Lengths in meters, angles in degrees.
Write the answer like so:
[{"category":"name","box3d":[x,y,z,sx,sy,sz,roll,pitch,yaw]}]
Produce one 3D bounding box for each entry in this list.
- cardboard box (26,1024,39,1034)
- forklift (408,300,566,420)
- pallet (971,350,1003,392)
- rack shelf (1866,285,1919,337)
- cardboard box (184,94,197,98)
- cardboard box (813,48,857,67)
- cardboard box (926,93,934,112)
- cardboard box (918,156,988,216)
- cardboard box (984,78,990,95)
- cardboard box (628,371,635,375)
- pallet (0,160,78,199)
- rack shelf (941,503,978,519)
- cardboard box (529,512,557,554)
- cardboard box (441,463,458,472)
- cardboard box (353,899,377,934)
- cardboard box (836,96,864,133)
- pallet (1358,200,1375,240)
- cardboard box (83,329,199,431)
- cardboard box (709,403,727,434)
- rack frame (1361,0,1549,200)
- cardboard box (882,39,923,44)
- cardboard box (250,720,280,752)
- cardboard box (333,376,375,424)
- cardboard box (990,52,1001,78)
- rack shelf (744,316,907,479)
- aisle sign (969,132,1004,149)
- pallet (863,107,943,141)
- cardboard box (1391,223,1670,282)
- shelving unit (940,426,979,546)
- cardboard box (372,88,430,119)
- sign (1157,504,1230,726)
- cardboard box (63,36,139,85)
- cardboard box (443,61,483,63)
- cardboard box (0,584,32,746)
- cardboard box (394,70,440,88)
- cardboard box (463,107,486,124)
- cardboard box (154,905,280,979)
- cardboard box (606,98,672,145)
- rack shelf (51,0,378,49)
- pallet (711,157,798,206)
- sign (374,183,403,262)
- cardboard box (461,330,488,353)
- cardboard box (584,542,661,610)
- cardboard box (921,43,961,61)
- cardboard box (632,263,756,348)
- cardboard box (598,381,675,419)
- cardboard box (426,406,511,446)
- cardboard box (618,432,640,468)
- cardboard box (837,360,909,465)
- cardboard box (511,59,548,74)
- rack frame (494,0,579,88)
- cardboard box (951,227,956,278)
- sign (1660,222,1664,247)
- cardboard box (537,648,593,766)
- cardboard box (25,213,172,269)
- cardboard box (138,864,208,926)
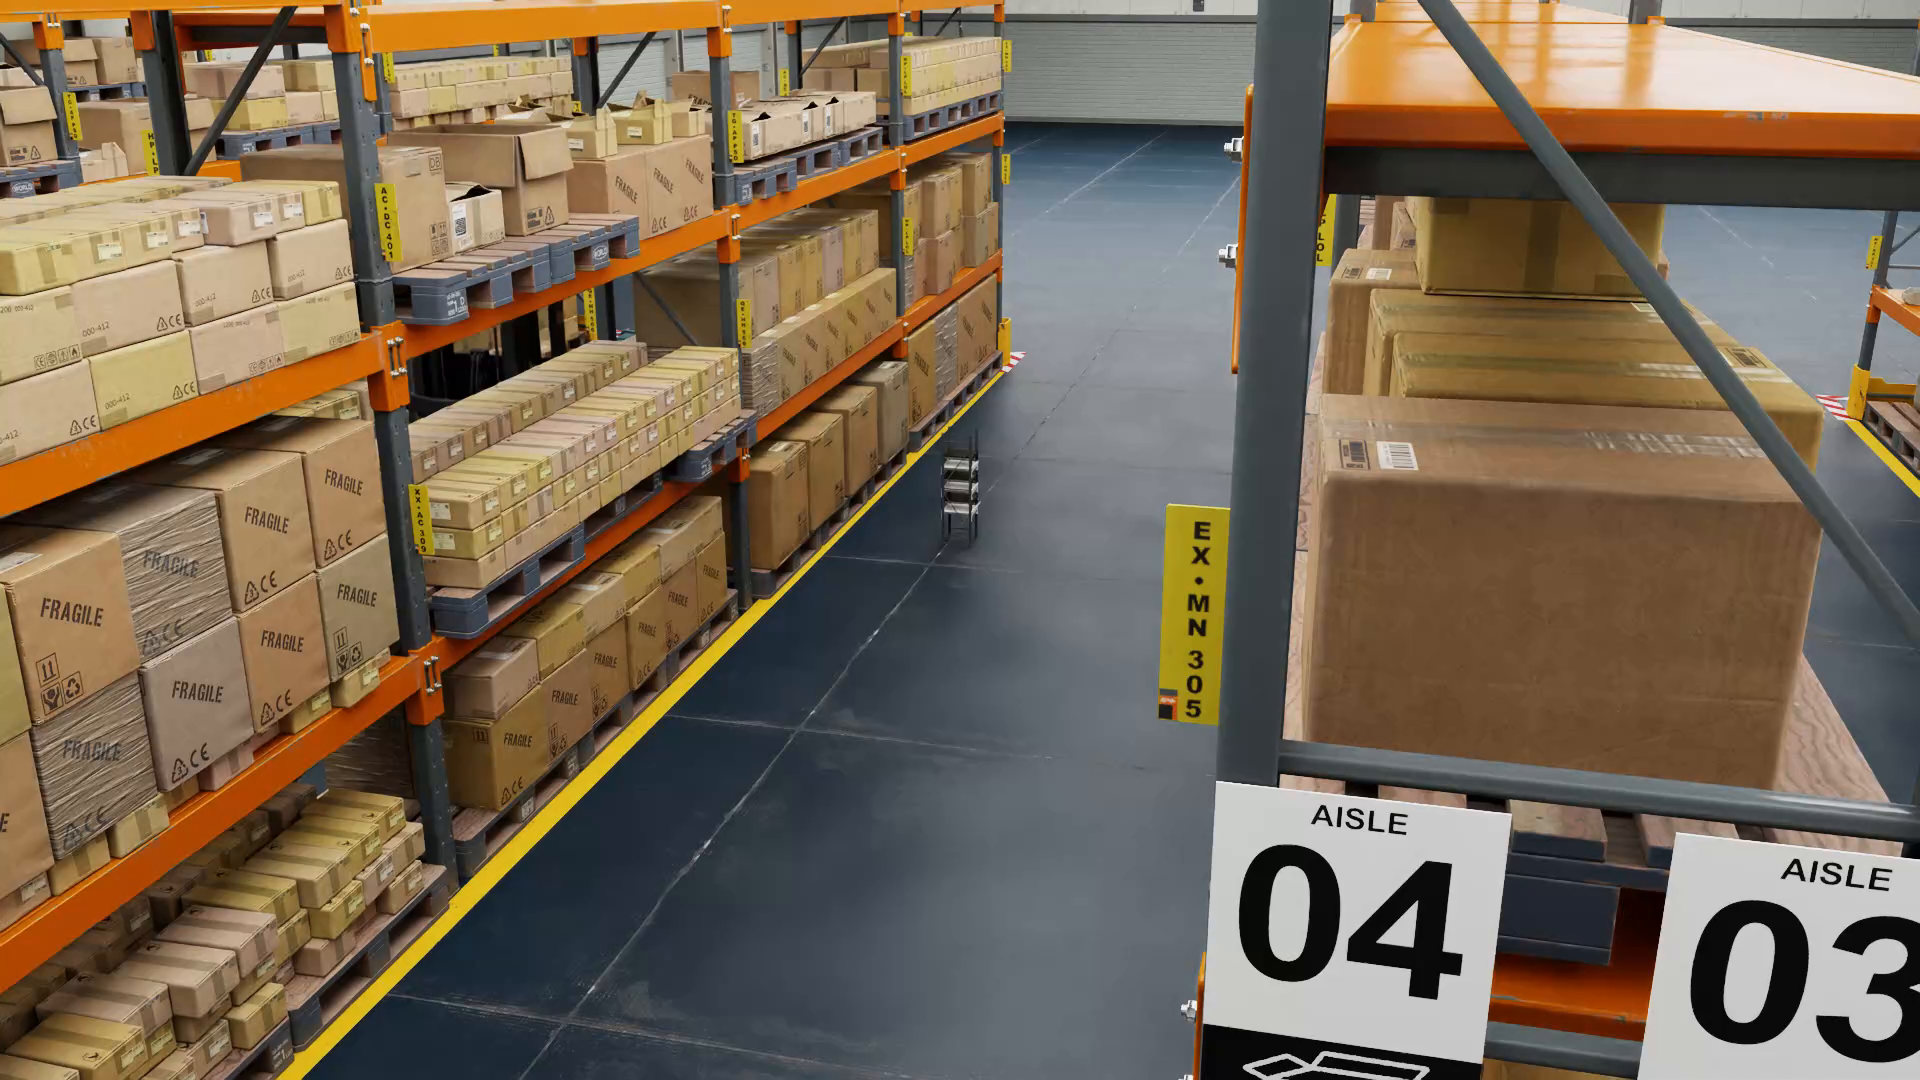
[{"category":"cardboard box","box3d":[-3.715,1.861,6.398,0.380,0.149,0.250,5,19,14]},{"category":"forklift","box3d":[-3.330,-1.296,12.447,1.130,2.935,3.031,5,19,14]},{"category":"pallet","box3d":[-0.138,-1.905,18.439,1.003,0.211,1.213,5,19,13]},{"category":"rack shelf","box3d":[9.081,-1.700,14.636,1.077,0.370,4.000,5,19,13]},{"category":"cardboard box","box3d":[-6.577,-3.664,14.217,0.500,0.250,0.500,4,19,13]},{"category":"cardboard box","box3d":[-1.154,-4.371,15.054,0.380,0.149,0.250,5,19,13]},{"category":"cardboard box","box3d":[-0.454,-4.021,15.263,0.380,0.149,0.250,5,19,13]},{"category":"cardboard box","box3d":[-0.192,-3.771,17.684,0.875,0.550,0.550,5,19,13]},{"category":"cardboard box","box3d":[0.104,-4.738,17.361,0.380,0.149,0.250,5,19,14]},{"category":"cardboard box","box3d":[-2.286,-1.059,10.927,0.380,0.149,0.250,6,20,16]},{"category":"pallet","box3d":[-6.904,-2.458,11.393,1.213,0.211,1.003,6,20,16]},{"category":"rack shelf","box3d":[-0.002,-0.221,13.104,0.258,0.077,0.200,5,19,13]},{"category":"cardboard box","box3d":[-2.281,-0.053,8.440,0.380,0.149,0.250,5,19,14]},{"category":"cardboard box","box3d":[-2.856,-0.328,8.785,0.380,0.149,0.250,4,19,12]},{"category":"cardboard box","box3d":[-2.861,1.655,7.464,0.380,0.149,0.250,5,20,15]},{"category":"cardboard box","box3d":[-1.084,-3.418,13.341,0.500,0.250,0.500,4,19,13]},{"category":"pallet","box3d":[2.706,-1.675,9.102,1.213,0.211,1.003,6,20,16]},{"category":"cardboard box","box3d":[-3.065,-0.579,5.833,0.500,0.250,0.500,4,19,13]},{"category":"cardboard box","box3d":[-1.710,-0.785,10.585,0.380,0.149,0.250,5,19,13]},{"category":"rack frame","box3d":[2.812,-3.390,9.190,1.000,3.000,0.127,5,19,13]},{"category":"cardboard box","box3d":[-0.596,-5.088,17.154,0.380,0.149,0.250,5,19,14]},{"category":"cardboard box","box3d":[-3.003,0.750,6.739,0.380,0.149,0.250,4,19,12]},{"category":"cardboard box","box3d":[-5.946,-1.378,15.996,0.950,0.372,0.625,5,19,14]},{"category":"cardboard box","box3d":[0.133,-5.041,17.634,0.500,0.250,0.500,5,19,14]},{"category":"rack shelf","box3d":[-1.485,-1.261,13.350,1.077,0.370,4.000,5,19,13]},{"category":"aisle sign","box3d":[0.290,-4.710,18.316,0.394,0.787,0.004,5,19,13]},{"category":"pallet","box3d":[-0.786,-3.861,15.347,1.003,0.211,1.213,5,19,13]},{"category":"cardboard box","box3d":[1.566,-0.592,4.679,0.700,0.500,0.500,6,20,16]},{"category":"shelving unit","box3d":[-0.002,-0.423,13.035,0.258,0.900,0.210,5,19,13]},{"category":"cardboard box","box3d":[-5.448,-4.193,15.953,0.500,0.250,0.500,4,19,12]},{"category":"sign","box3d":[0.334,0.108,2.341,0.100,0.325,0.005,5,19,13]},{"category":"cardboard box","box3d":[-9.877,-5.473,18.972,0.700,0.500,0.500,5,19,14]},{"category":"cardboard box","box3d":[-5.396,-5.112,18.027,0.380,0.149,0.250,5,19,13]},{"category":"cardboard box","box3d":[-3.295,0.432,5.119,0.500,0.500,0.500,4,19,12]},{"category":"cardboard box","box3d":[-5.319,-4.504,16.247,0.380,0.149,0.250,4,19,12]},{"category":"cardboard box","box3d":[-5.107,-4.363,17.069,0.380,0.149,0.250,4,19,12]},{"category":"cardboard box","box3d":[-2.979,1.610,6.675,0.380,0.149,0.250,4,19,11]},{"category":"cardboard box","box3d":[-1.931,-2.494,9.869,0.396,0.266,0.258,5,19,13]},{"category":"rack shelf","box3d":[-6.309,-4.270,13.497,1.077,0.370,4.000,5,19,13]},{"category":"pallet","box3d":[-1.867,-2.510,11.548,1.213,0.211,1.003,6,20,16]},{"category":"sign","box3d":[-2.422,-1.344,7.042,0.100,0.325,0.005,5,19,13]},{"category":"cardboard box","box3d":[-5.295,-2.172,17.350,0.500,0.500,0.500,5,20,16]},{"category":"cardboard box","box3d":[-2.138,0.207,9.997,0.500,0.250,0.500,5,20,15]},{"category":"cardboard box","box3d":[-0.206,-4.716,16.064,0.380,0.149,0.250,5,19,13]},{"category":"cardboard box","box3d":[-1.854,-1.635,11.631,0.700,0.500,0.500,5,19,13]},{"category":"cardboard box","box3d":[-1.902,-0.826,9.784,0.380,0.149,0.250,5,19,13]},{"category":"cardboard box","box3d":[-2.723,-0.631,9.214,0.380,0.149,0.250,4,19,11]},{"category":"cardboard box","box3d":[-2.028,-0.519,9.344,0.380,0.149,0.250,4,19,12]},{"category":"cardboard box","box3d":[-1.060,-1.160,14.775,1.050,0.750,0.750,5,19,13]},{"category":"cardboard box","box3d":[-4.784,-5.230,18.374,0.380,0.149,0.250,4,19,13]},{"category":"rack frame","box3d":[-4.843,-6.680,18.822,1.000,3.000,0.127,5,19,13]},{"category":"cardboard box","box3d":[-0.527,-2.924,16.874,0.875,0.550,0.500,5,19,13]},{"category":"sign","box3d":[2.373,-0.955,5.781,0.100,0.325,0.005,5,19,13]},{"category":"cardboard box","box3d":[-2.385,0.887,9.167,0.500,0.500,0.500,6,20,16]},{"category":"cardboard box","box3d":[-3.009,-1.047,5.814,0.380,0.149,0.250,4,19,11]},{"category":"cardboard box","box3d":[-3.416,1.488,7.030,0.380,0.149,0.250,4,19,12]}]
